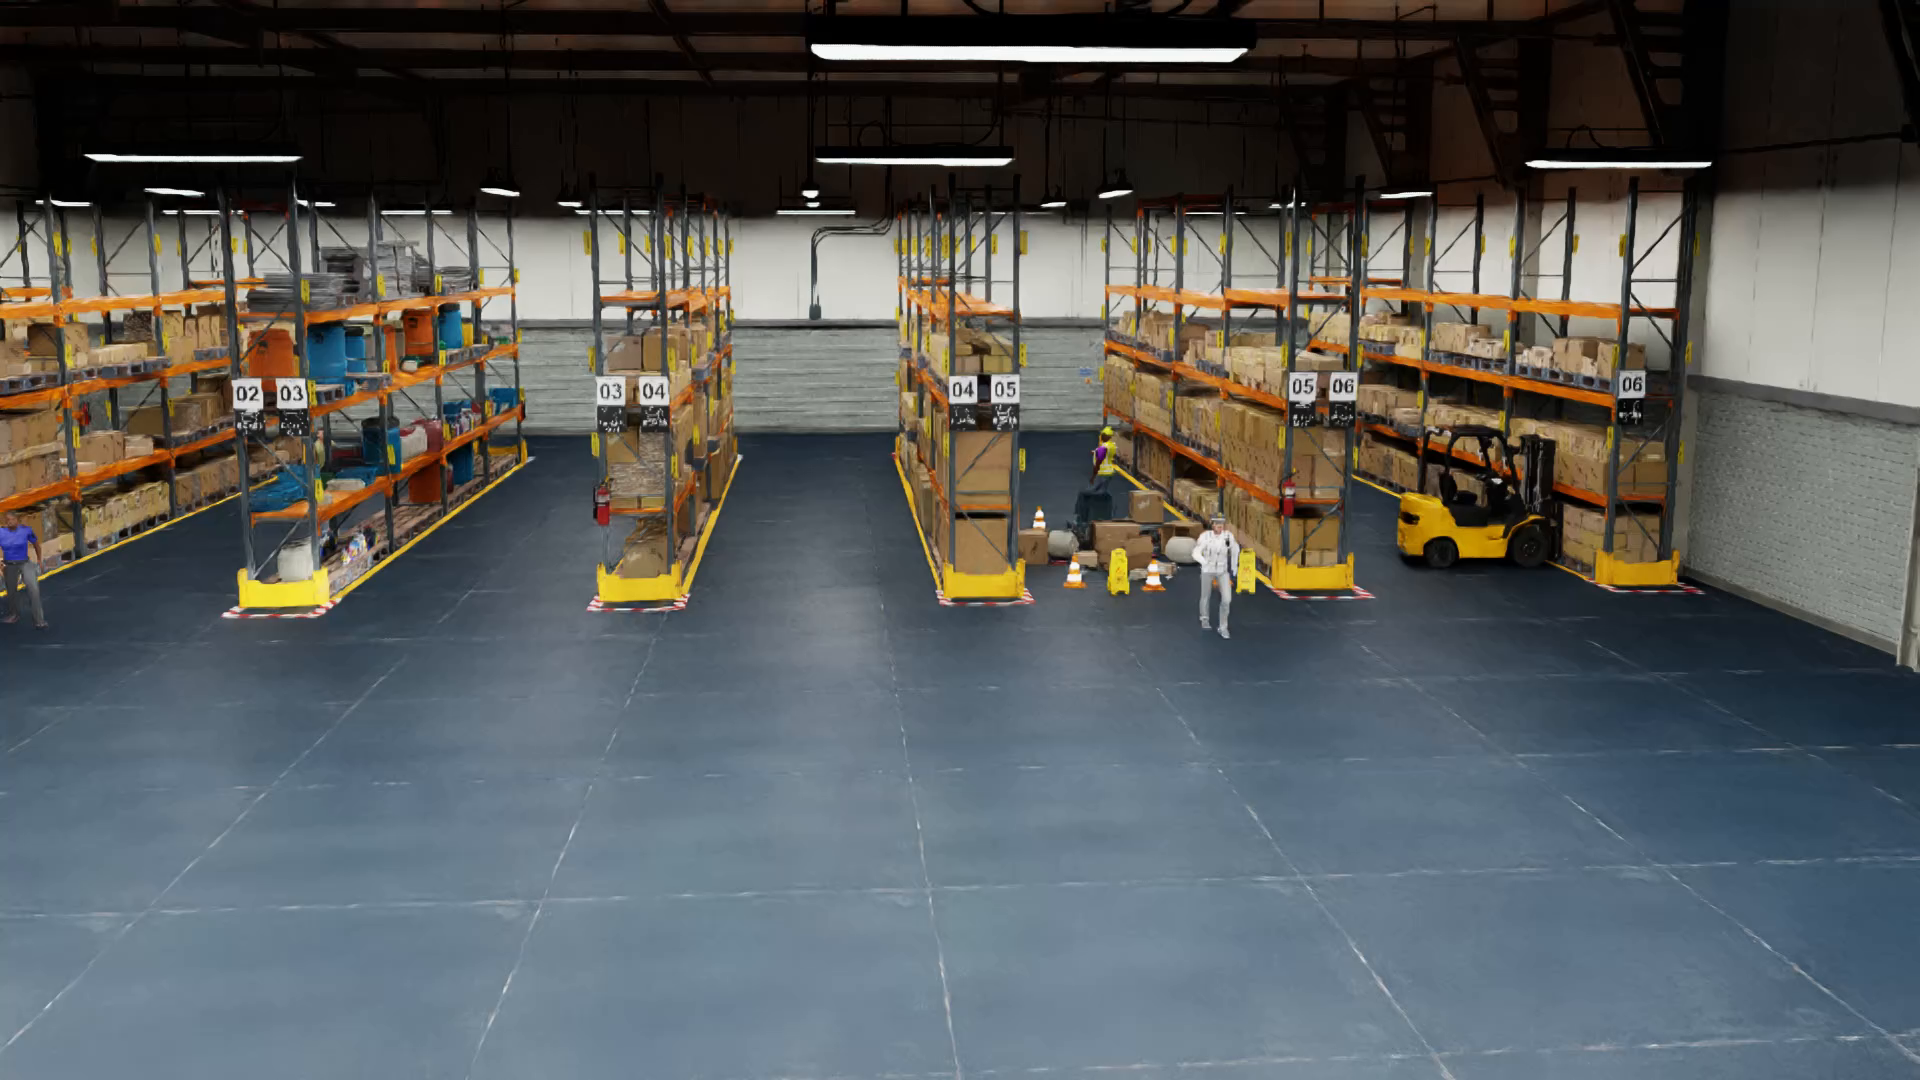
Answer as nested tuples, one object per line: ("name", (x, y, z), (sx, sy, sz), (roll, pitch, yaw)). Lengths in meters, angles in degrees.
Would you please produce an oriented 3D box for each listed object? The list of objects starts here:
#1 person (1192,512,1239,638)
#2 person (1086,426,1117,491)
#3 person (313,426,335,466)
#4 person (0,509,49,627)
("person", (3.341, 0.411, 21.731), (0.636, 1.616, 0.814), (0, 10, 1))
("person", (2.572, -1.202, 30.366), (0.574, 1.756, 0.673), (4, 11, 23))
("person", (-12.221, -1.405, 31.994), (0.448, 1.588, 1.110), (0, 10, -2))
("person", (-12.488, 0.357, 22.106), (0.622, 1.577, 0.822), (-4, 11, -21))
